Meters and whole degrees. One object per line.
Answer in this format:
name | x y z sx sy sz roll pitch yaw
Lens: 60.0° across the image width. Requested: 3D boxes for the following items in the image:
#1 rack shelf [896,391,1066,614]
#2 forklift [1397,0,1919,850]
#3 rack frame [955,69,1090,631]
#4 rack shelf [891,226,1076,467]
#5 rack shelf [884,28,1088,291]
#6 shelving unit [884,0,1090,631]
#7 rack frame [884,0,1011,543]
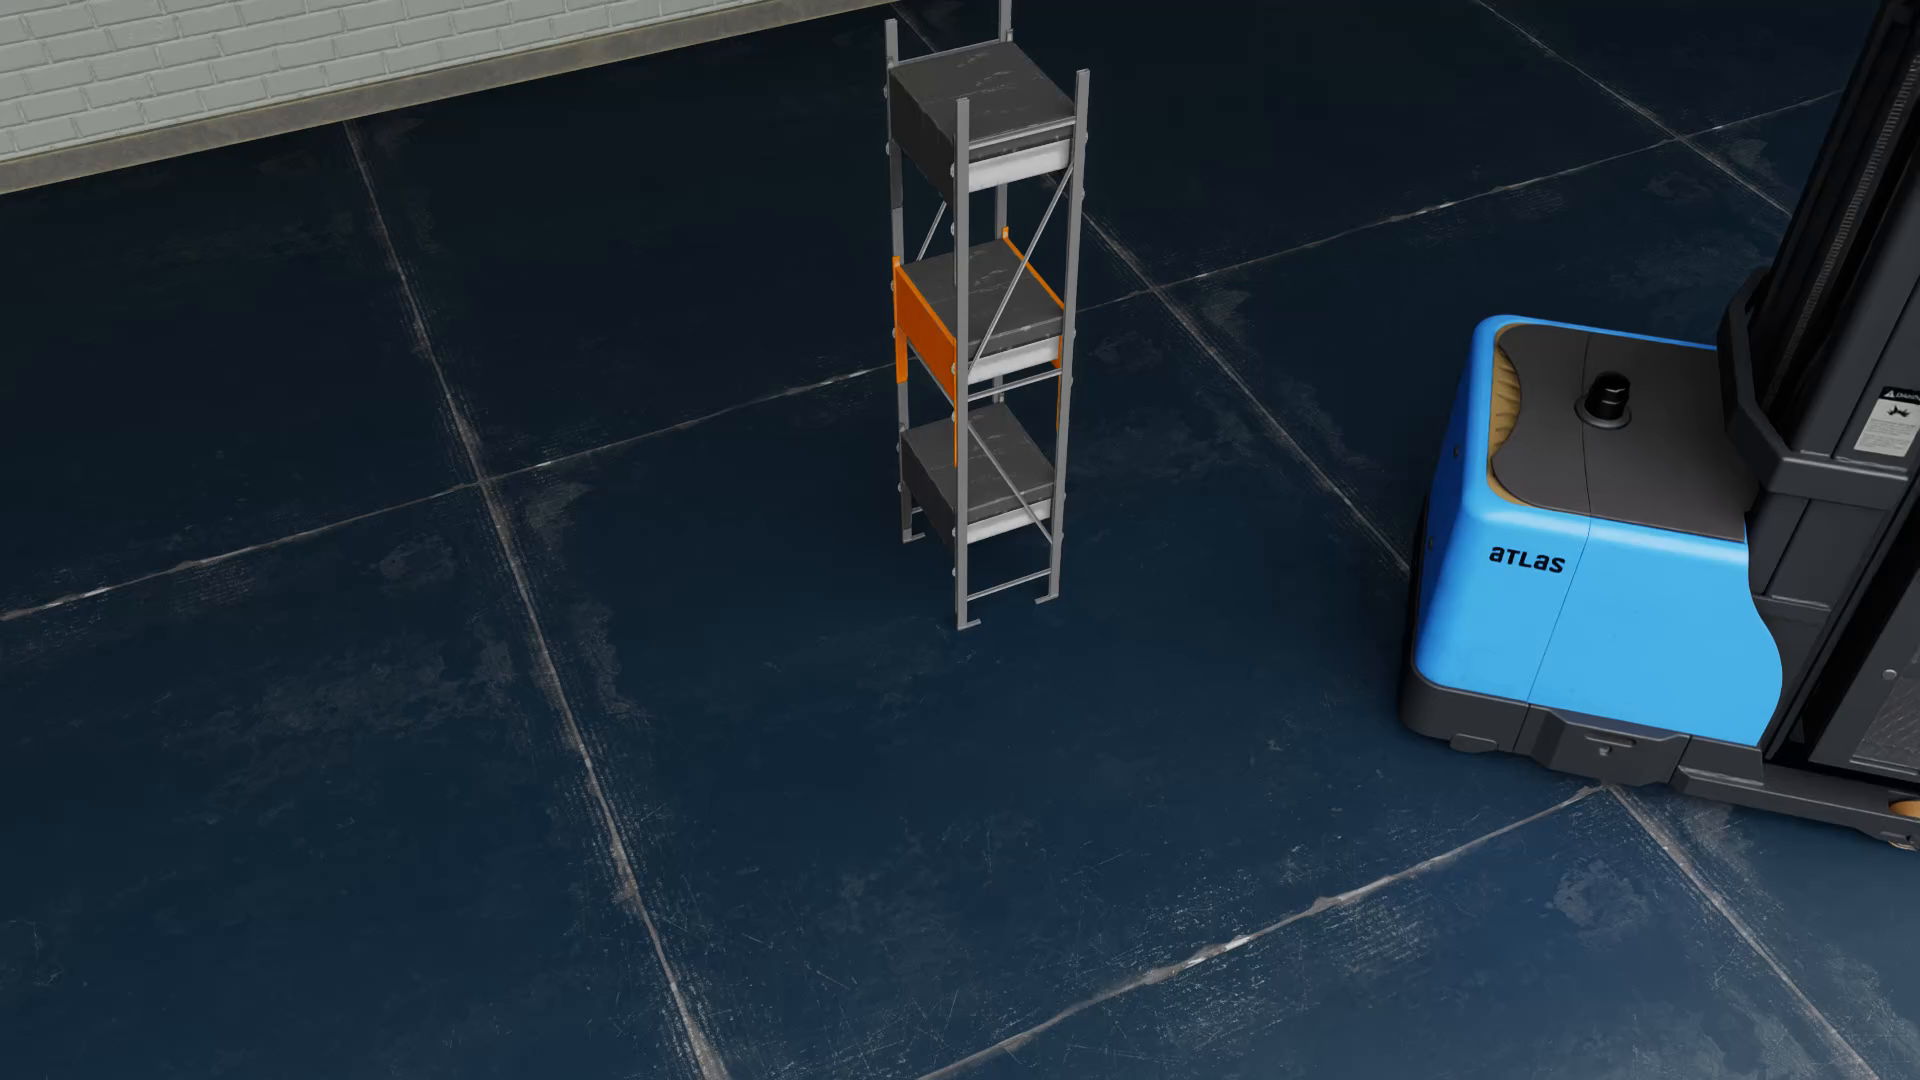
rack shelf | 0.070 -0.134 5.907 0.431 0.518 0.480 -18 47 -17
forklift | 3.039 -0.446 4.615 3.031 2.935 1.130 11 46 11
rack frame | 0.172 -0.486 5.248 0.400 2.100 0.015 -18 47 -17
rack shelf | 0.070 -0.632 5.415 0.431 0.518 0.480 -18 47 -17
rack shelf | 0.070 -1.130 4.924 0.431 0.518 0.480 -18 47 -17
shelving unit | 0.070 -0.642 5.406 0.431 2.100 0.503 -18 47 -17
rack frame | -0.033 -0.797 5.563 0.400 2.100 0.015 -18 47 -17
